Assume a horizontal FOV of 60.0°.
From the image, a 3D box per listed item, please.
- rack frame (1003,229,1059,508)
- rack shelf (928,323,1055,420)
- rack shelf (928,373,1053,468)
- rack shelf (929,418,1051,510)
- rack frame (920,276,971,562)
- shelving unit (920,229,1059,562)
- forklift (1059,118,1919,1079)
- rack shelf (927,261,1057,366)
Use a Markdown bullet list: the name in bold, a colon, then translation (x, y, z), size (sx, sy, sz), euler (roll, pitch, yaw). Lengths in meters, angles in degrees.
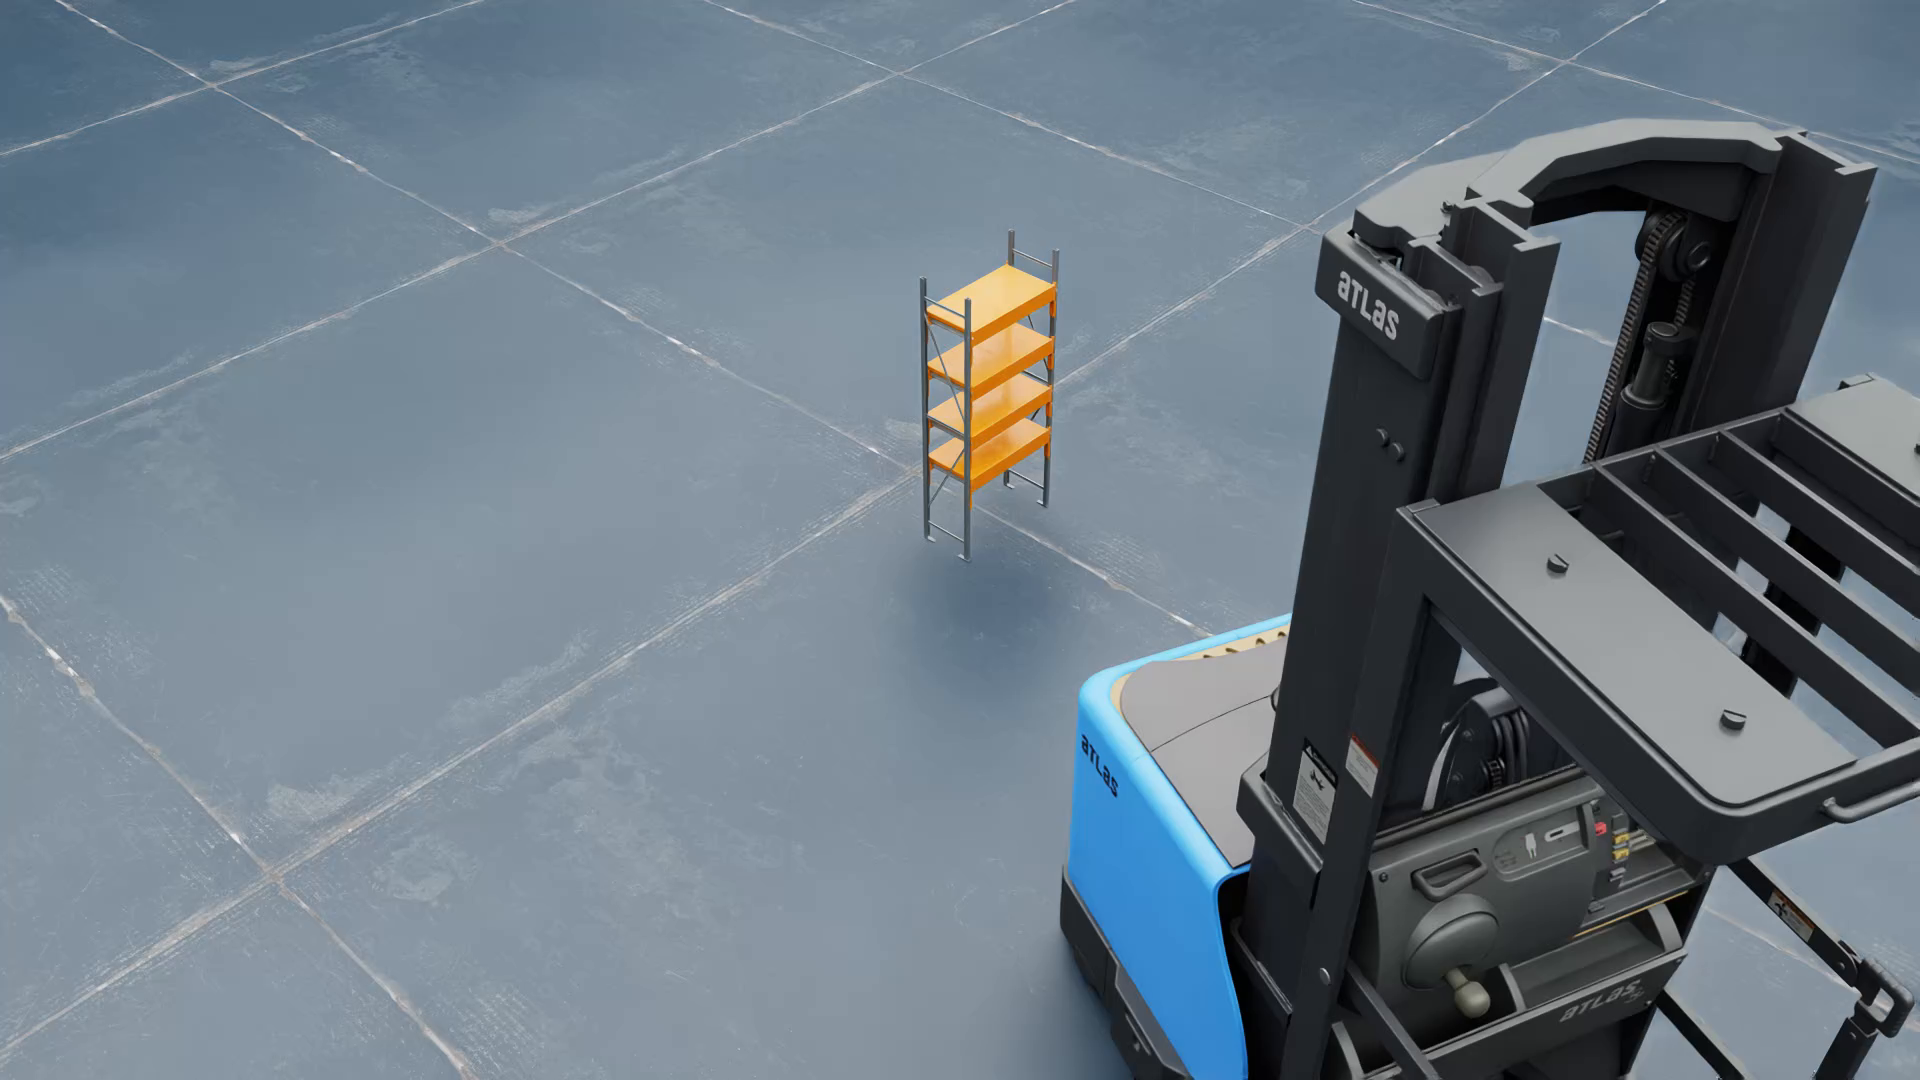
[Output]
- **rack frame**: translation (0.276, -0.658, 6.613), size (0.240, 1.200, 0.015), euler (30, 47, 32)
- **rack shelf**: translation (0.112, -0.668, 6.375), size (0.258, 0.148, 0.480), euler (30, 47, 32)
- **rack shelf**: translation (0.112, -0.493, 6.514), size (0.258, 0.148, 0.480), euler (30, 47, 32)
- **rack shelf**: translation (0.112, -0.338, 6.638), size (0.258, 0.148, 0.480), euler (30, 47, 32)
- **rack frame**: translation (-0.053, -0.434, 6.331), size (0.240, 1.200, 0.015), euler (30, 47, 32)
- **shelving unit**: translation (0.112, -0.546, 6.472), size (0.258, 1.200, 0.503), euler (30, 47, 32)
- **forklift**: translation (1.357, 0.791, 3.400), size (1.130, 2.935, 3.031), euler (-15, 41, -18)
- **rack shelf**: translation (0.112, -0.853, 6.228), size (0.258, 0.148, 0.480), euler (30, 47, 32)
